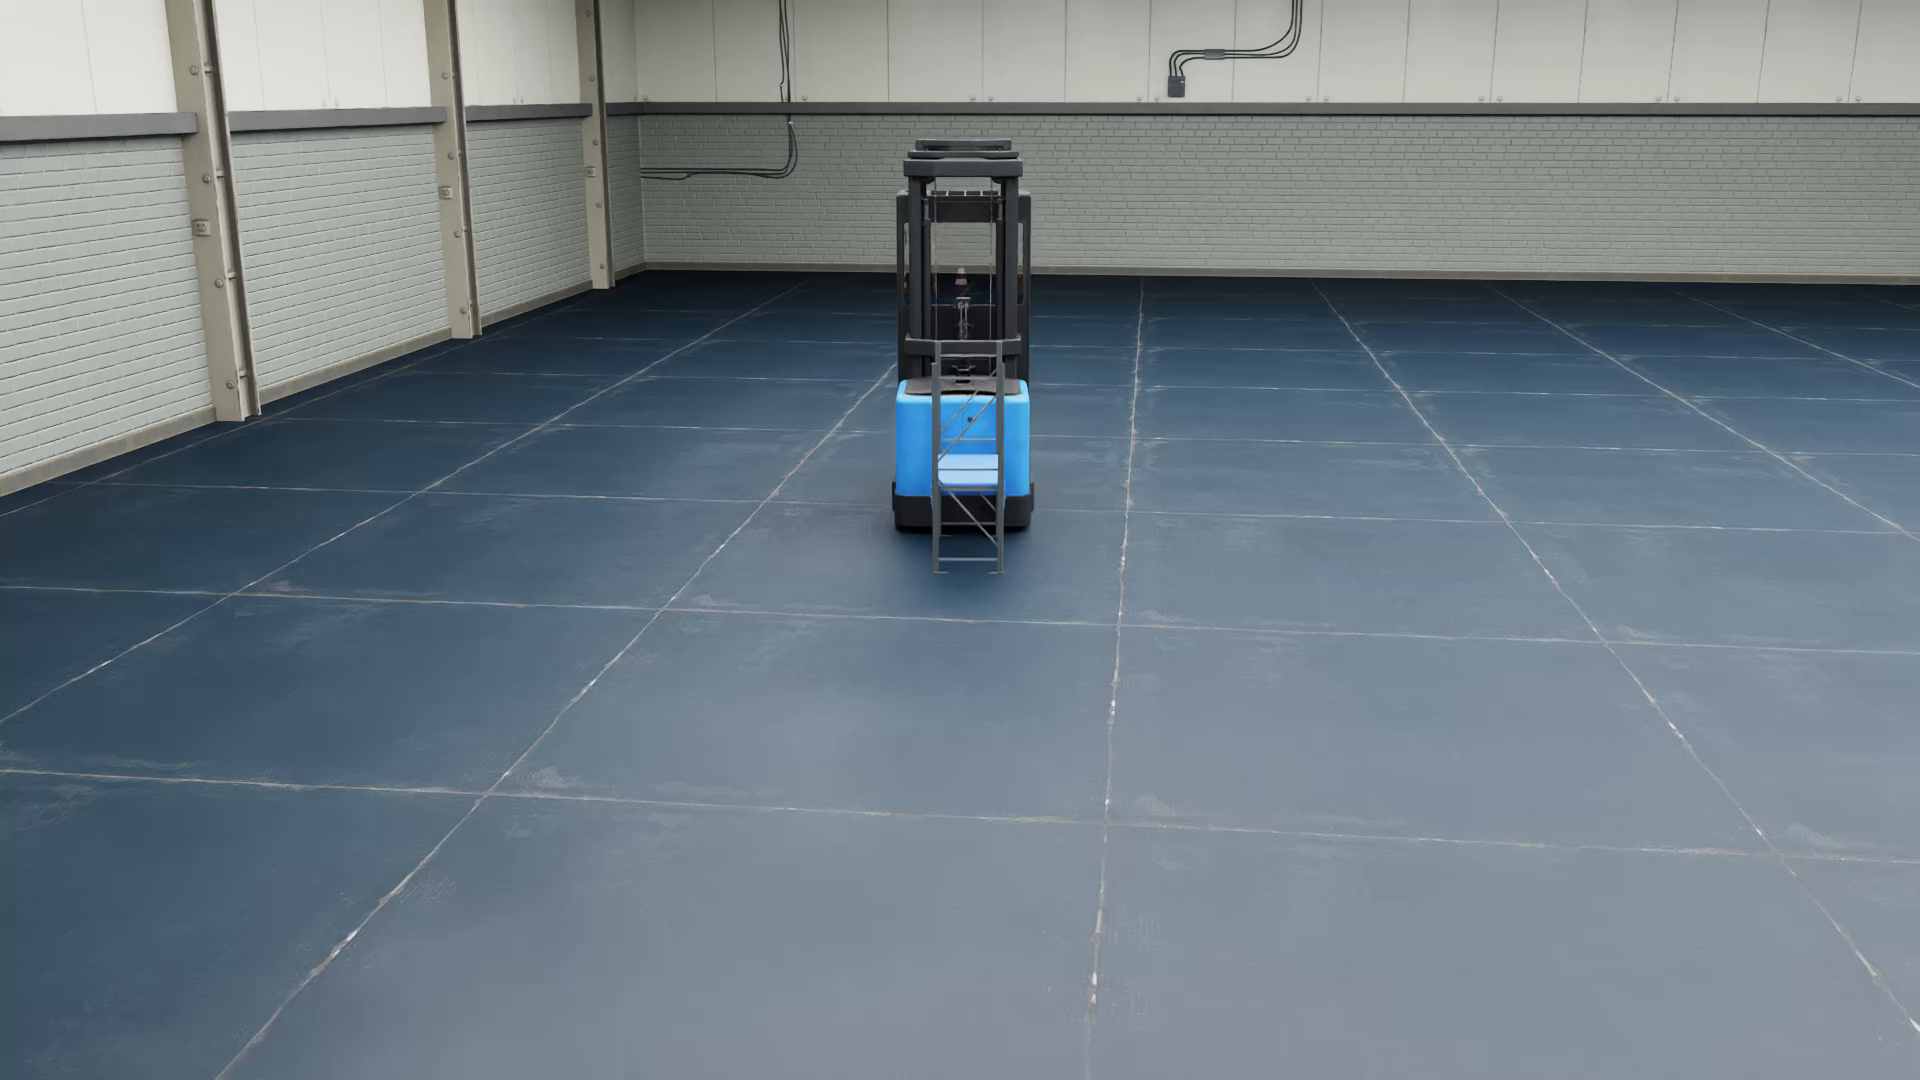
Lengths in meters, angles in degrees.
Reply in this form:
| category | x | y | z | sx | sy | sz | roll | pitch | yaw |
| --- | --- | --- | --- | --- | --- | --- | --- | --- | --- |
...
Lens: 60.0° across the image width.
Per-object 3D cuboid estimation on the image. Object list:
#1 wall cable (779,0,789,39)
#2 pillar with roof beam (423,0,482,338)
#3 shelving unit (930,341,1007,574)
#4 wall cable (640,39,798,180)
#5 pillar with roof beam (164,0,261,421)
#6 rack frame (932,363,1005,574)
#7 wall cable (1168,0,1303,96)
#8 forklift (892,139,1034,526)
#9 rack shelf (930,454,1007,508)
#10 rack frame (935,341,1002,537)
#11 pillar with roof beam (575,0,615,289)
| category | x | y | z | sx | sy | sz | roll | pitch | yaw |
| --- | --- | --- | --- | --- | --- | --- | --- | --- | --- |
| wall cable | -1.872 | -10.324 | 29.877 | 3.097 | 2.526 | 0.112 | 2 | 15 | 6 |
| pillar with roof beam | -2.605 | -7.057 | 21.520 | 9.100 | 9.000 | 0.400 | 2 | 15 | 6 |
| shelving unit | 0.060 | -0.618 | 12.073 | 0.538 | 1.500 | 1.048 | 0 | 15 | 0 |
| wall cable | -4.560 | -7.966 | 30.831 | 3.097 | 2.526 | 0.112 | 2 | 15 | 6 |
| pillar with roof beam | -3.282 | -5.501 | 15.765 | 9.100 | 9.000 | 0.400 | 2 | 15 | 6 |
| rack frame | 0.056 | -0.485 | 11.583 | 0.500 | 1.500 | 0.032 | 0 | 15 | 0 |
| wall cable | 4.871 | -10.823 | 28.932 | 2.305 | 6.003 | 0.169 | 2 | 15 | 6 |
| forklift | 0.032 | -1.845 | 13.869 | 1.130 | 2.935 | 3.031 | 0 | 15 | 0 |
| rack shelf | 0.060 | -0.444 | 12.120 | 0.538 | 0.185 | 1.000 | 0 | 15 | 0 |
| rack frame | 0.064 | -0.750 | 12.564 | 0.500 | 1.500 | 0.032 | 0 | 15 | 0 |
| pillar with roof beam | -1.928 | -8.613 | 27.275 | 9.100 | 9.000 | 0.400 | 2 | 15 | 6 |
